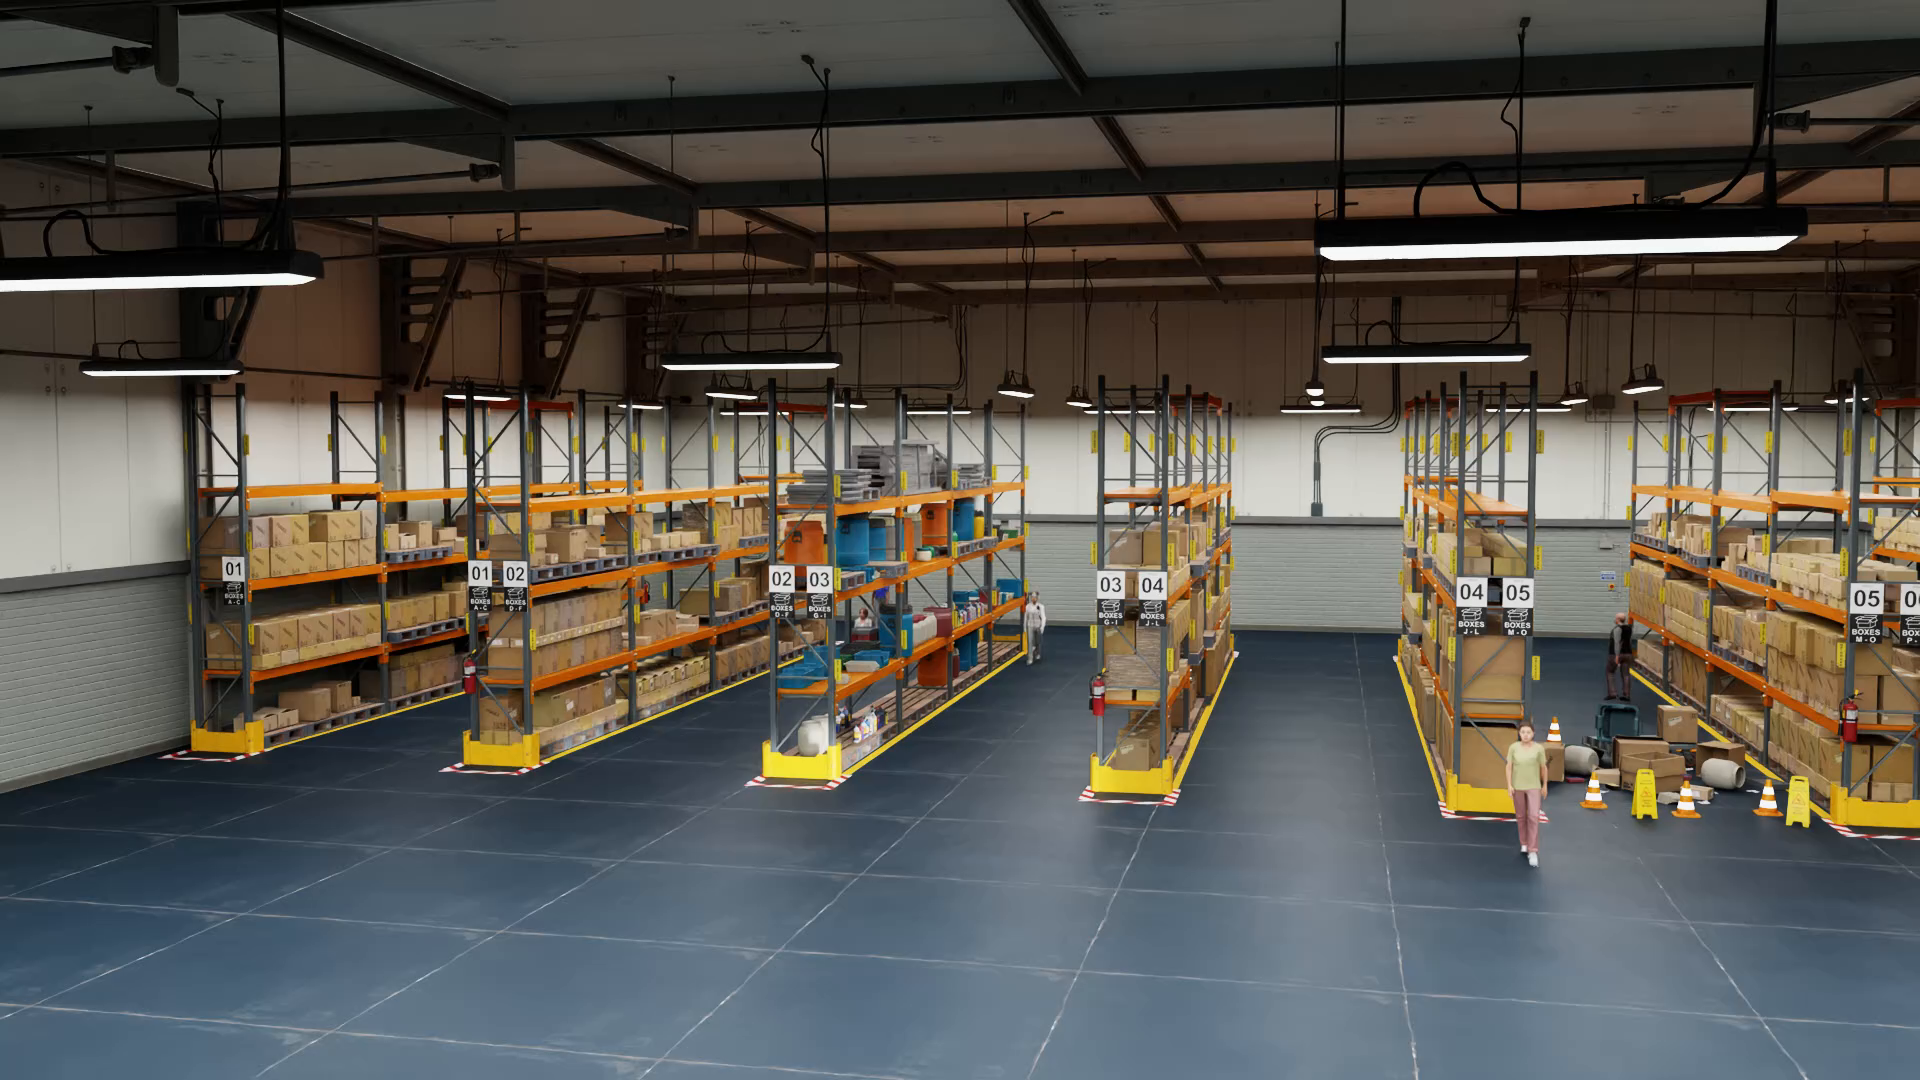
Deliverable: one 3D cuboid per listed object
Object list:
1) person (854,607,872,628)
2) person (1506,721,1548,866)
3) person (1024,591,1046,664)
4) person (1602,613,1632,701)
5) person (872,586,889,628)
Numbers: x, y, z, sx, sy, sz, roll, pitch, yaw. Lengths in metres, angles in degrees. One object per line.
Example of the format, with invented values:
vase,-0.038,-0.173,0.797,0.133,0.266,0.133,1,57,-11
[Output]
person,-2.059,2.201,35.131,0.434,1.538,0.967,0,3,-1
person,6.821,3.028,20.082,0.467,1.612,0.864,2,4,28
person,1.717,1.980,38.140,0.504,1.624,1.051,0,3,3
person,12.931,2.308,32.457,0.523,1.758,0.567,-1,3,-9
person,-2.131,1.644,44.404,0.501,1.588,1.058,0,3,4
